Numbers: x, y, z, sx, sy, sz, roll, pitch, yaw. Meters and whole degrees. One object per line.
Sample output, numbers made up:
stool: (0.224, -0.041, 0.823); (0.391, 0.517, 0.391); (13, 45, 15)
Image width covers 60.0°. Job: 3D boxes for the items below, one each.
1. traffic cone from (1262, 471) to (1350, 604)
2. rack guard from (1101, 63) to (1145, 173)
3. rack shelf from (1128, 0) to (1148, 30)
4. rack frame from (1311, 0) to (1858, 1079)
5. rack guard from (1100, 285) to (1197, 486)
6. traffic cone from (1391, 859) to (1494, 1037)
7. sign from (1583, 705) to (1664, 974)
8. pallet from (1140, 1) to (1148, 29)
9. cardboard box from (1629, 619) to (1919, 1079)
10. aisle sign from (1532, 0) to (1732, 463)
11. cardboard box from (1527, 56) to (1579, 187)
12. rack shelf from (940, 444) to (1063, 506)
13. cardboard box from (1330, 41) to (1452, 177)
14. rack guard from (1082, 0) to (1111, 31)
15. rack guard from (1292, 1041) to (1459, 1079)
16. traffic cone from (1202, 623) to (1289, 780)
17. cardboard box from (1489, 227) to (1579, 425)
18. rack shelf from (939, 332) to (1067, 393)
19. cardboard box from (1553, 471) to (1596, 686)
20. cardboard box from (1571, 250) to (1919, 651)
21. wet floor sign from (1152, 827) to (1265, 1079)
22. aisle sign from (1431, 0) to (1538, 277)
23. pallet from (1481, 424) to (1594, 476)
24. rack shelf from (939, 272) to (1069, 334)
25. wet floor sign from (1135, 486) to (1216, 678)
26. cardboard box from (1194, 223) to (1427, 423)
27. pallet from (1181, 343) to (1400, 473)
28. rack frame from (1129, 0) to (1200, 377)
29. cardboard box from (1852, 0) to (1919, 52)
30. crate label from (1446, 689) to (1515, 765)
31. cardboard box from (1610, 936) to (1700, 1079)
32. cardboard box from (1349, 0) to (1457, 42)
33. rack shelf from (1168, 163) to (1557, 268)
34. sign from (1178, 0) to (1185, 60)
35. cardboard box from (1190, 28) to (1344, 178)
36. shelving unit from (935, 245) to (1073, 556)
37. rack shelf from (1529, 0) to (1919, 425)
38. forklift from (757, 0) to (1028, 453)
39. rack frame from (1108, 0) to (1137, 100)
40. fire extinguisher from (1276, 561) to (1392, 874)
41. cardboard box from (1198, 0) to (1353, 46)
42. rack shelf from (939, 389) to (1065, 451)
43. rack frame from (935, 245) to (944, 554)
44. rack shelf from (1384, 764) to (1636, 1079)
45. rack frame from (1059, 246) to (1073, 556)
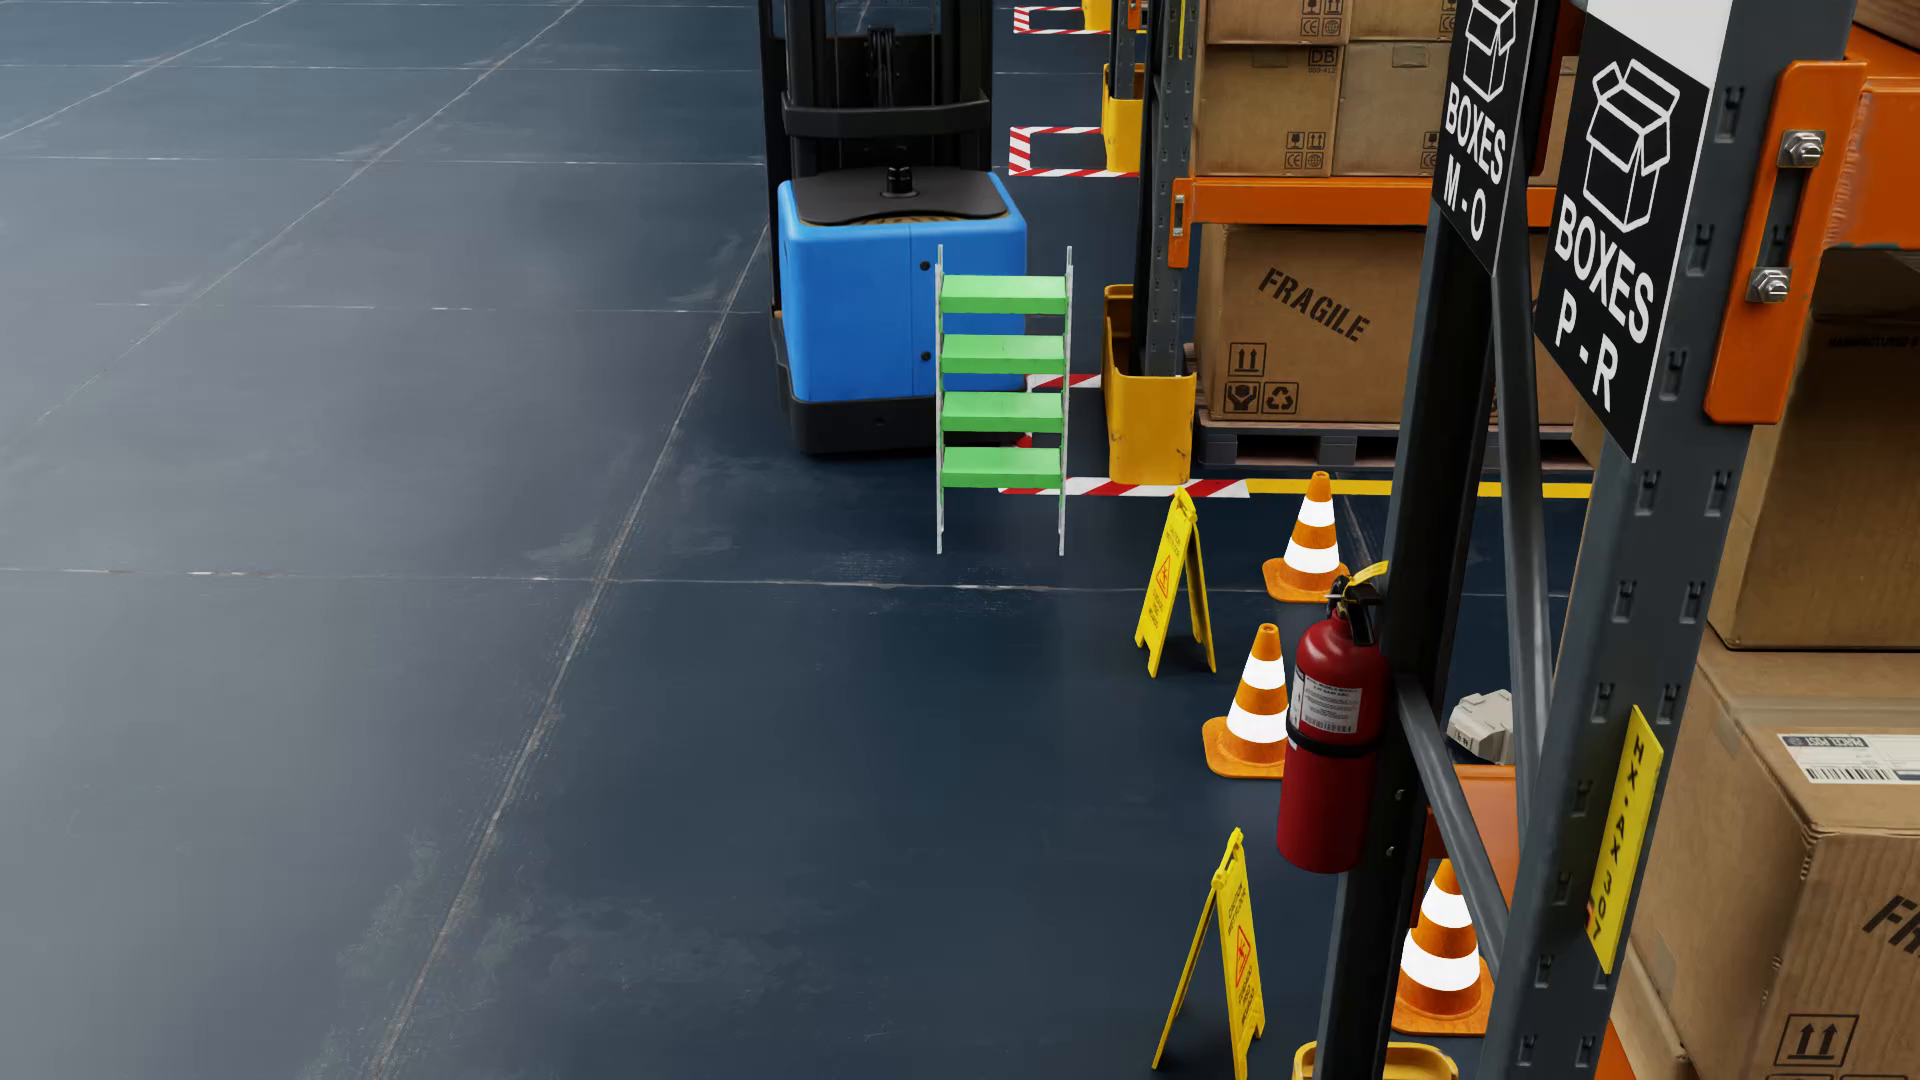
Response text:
traffic cone: (1.350, -0.042, 6.335); (0.334, 0.463, 0.336); (1, 28, 2)
rack guard: (1.221, -3.050, 11.971); (0.348, 0.500, 1.175); (1, 28, 2)
rack shelf: (3.144, -3.805, 11.494); (4.000, 0.370, 1.077); (1, 28, 2)
rack frame: (0.795, 0.484, 2.634); (0.053, 2.616, 0.949); (1, 28, 2)
rack guard: (0.845, -0.732, 7.597); (0.348, 0.500, 1.175); (1, 28, 2)
traffic cone: (1.271, 1.007, 4.357); (0.334, 0.463, 0.336); (1, 28, 2)
sign: (0.777, 0.354, 1.955); (0.005, 0.325, 0.100); (1, 28, 2)
pallet: (2.209, -5.247, 16.423); (1.213, 0.211, 1.003); (1, 28, 2)
cardboard box: (1.259, 0.445, 2.284); (0.500, 0.500, 0.500); (1, 28, 1)
aisle sign: (0.723, -0.522, 1.757); (0.004, 0.787, 0.394); (1, 28, 2)
cardboard box: (2.347, -1.851, 6.878); (0.550, 0.550, 0.875); (1, 28, 2)
rack shelf: (0.165, -0.259, 6.606); (0.480, 0.148, 0.258); (1, 28, 2)
cardboard box: (1.792, -1.919, 7.007); (0.550, 0.550, 0.875); (1, 28, 2)
rack guard: (1.398, -5.391, 16.386); (0.348, 0.500, 1.175); (1, 28, 2)
rack guard: (0.871, 1.588, 3.220); (0.348, 0.500, 1.175); (1, 28, 2)
traffic cone: (0.970, 0.481, 5.348); (0.334, 0.463, 0.336); (1, 28, 2)
cardboard box: (2.429, -1.089, 7.422); (0.875, 0.875, 0.875); (1, 28, 1)
rack shelf: (0.165, -0.683, 6.381); (0.480, 0.148, 0.258); (1, 28, 2)
cardboard box: (1.348, 0.187, 2.770); (0.500, 0.500, 0.500); (0, 28, 1)
cardboard box: (1.314, -0.229, 2.487); (0.500, 0.500, 0.700); (0, 28, 1)
wet floor sign: (0.643, 1.019, 4.139); (0.232, 0.644, 0.267); (11, 30, 19)
aisle sign: (0.744, -0.803, 2.286); (0.004, 0.787, 0.394); (1, 28, 2)
pallet: (2.887, -0.606, 7.668); (1.213, 0.211, 1.003); (1, 28, 2)
rack shelf: (0.165, -0.895, 6.269); (0.480, 0.148, 0.258); (1, 28, 2)
wet floor sign: (0.770, 0.130, 5.815); (0.232, 0.644, 0.267); (-4, 28, -7)
cardboard box: (1.549, -1.103, 7.448); (0.875, 0.875, 0.875); (1, 28, 2)
pallet: (1.671, -0.627, 7.708); (1.213, 0.211, 1.003); (1, 28, 2)
rack frame: (0.869, -1.836, 7.011); (0.127, 3.000, 1.000); (1, 28, 2)
cardboard box: (1.116, -0.574, 1.696); (0.250, 0.149, 0.380); (1, 28, 2)
crate label: (1.758, 0.609, 5.454); (0.298, 0.136, 0.250); (-14, 31, -24)
cardboard box: (1.128, 0.696, 2.503); (0.250, 0.149, 0.380); (1, 28, 2)
cardboard box: (1.792, -2.389, 6.742); (0.550, 0.550, 0.875); (1, 28, 2)
rack shelf: (2.868, -1.485, 7.117); (4.000, 0.370, 1.077); (1, 28, 2)
sign: (0.844, -1.994, 6.300); (0.005, 0.325, 0.100); (1, 28, 2)
cardboard box: (1.242, -1.917, 7.004); (0.550, 0.550, 0.875); (1, 28, 2)
shelving unit: (0.165, -0.527, 6.464); (0.503, 1.200, 0.258); (1, 28, 2)
rack shelf: (2.794, -0.492, 2.041); (4.000, 0.370, 1.077); (1, 28, 2)
forklift: (-0.428, -2.342, 8.039); (1.130, 2.935, 3.031); (-4, 28, -8)
rack frame: (1.145, -4.156, 11.388); (0.127, 3.000, 1.000); (1, 28, 2)
fire extinguisher: (0.697, 0.299, 3.066); (0.183, 0.674, 0.296); (1, 28, 2)
cardboard box: (1.239, -2.355, 6.677); (0.550, 0.550, 0.875); (1, 28, 2)
rack shelf: (0.165, -0.471, 6.494); (0.480, 0.148, 0.258); (1, 28, 2)
rack frame: (-0.078, -0.531, 6.471); (0.015, 1.200, 0.240); (1, 28, 2)
rack shelf: (2.794, 0.833, 2.743); (4.000, 0.370, 1.077); (1, 28, 2)
rack frame: (0.409, -0.523, 6.456); (0.015, 1.200, 0.240); (1, 28, 2)
